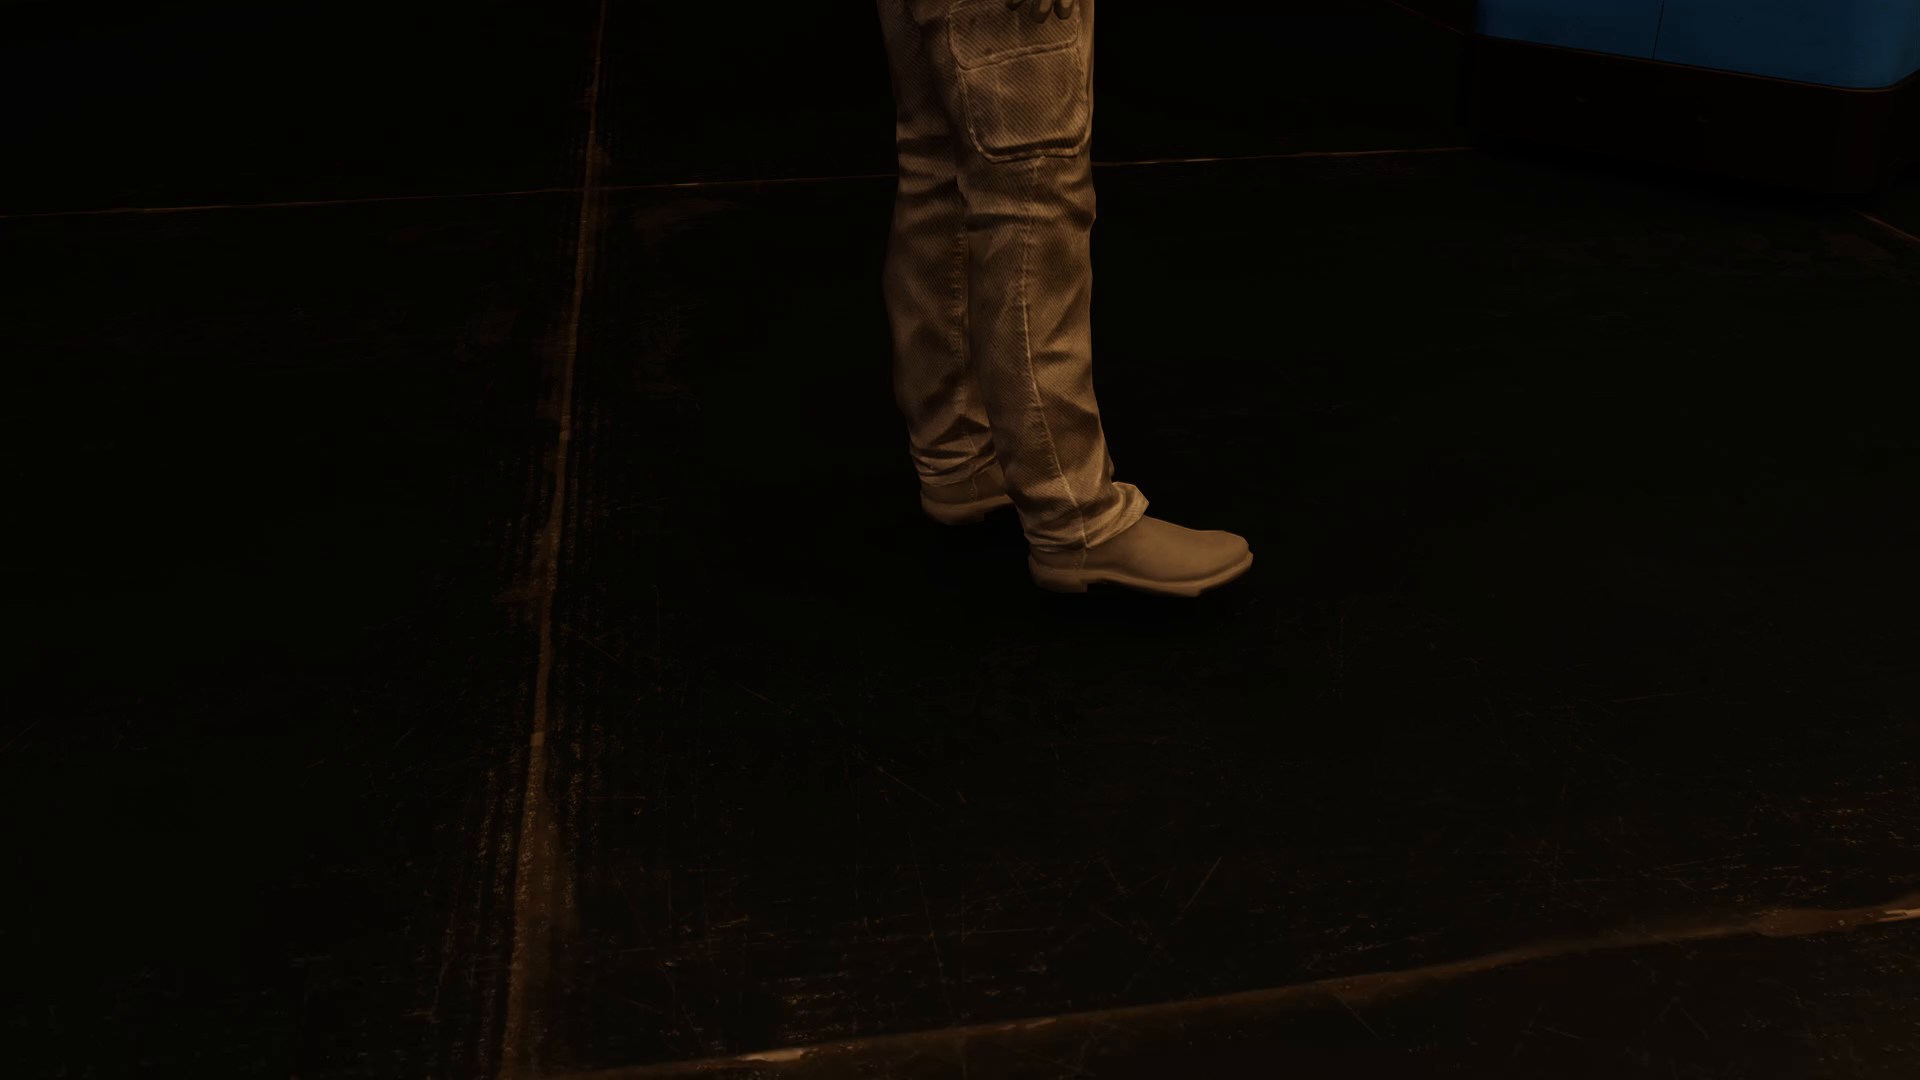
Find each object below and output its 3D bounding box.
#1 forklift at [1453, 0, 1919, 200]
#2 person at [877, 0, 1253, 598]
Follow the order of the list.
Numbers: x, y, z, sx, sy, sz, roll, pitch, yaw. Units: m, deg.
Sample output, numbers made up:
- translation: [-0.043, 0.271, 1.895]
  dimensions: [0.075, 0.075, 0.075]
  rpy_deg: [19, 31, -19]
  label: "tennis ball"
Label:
- translation: [2.679, -2.702, 4.465]
  dimensions: [1.130, 2.935, 3.031]
  rpy_deg: [23, 35, 36]
  label: "forklift"
- translation: [0.073, -0.832, 2.063]
  dimensions: [0.575, 1.784, 0.657]
  rpy_deg: [-5, 28, -9]
  label: "person"
